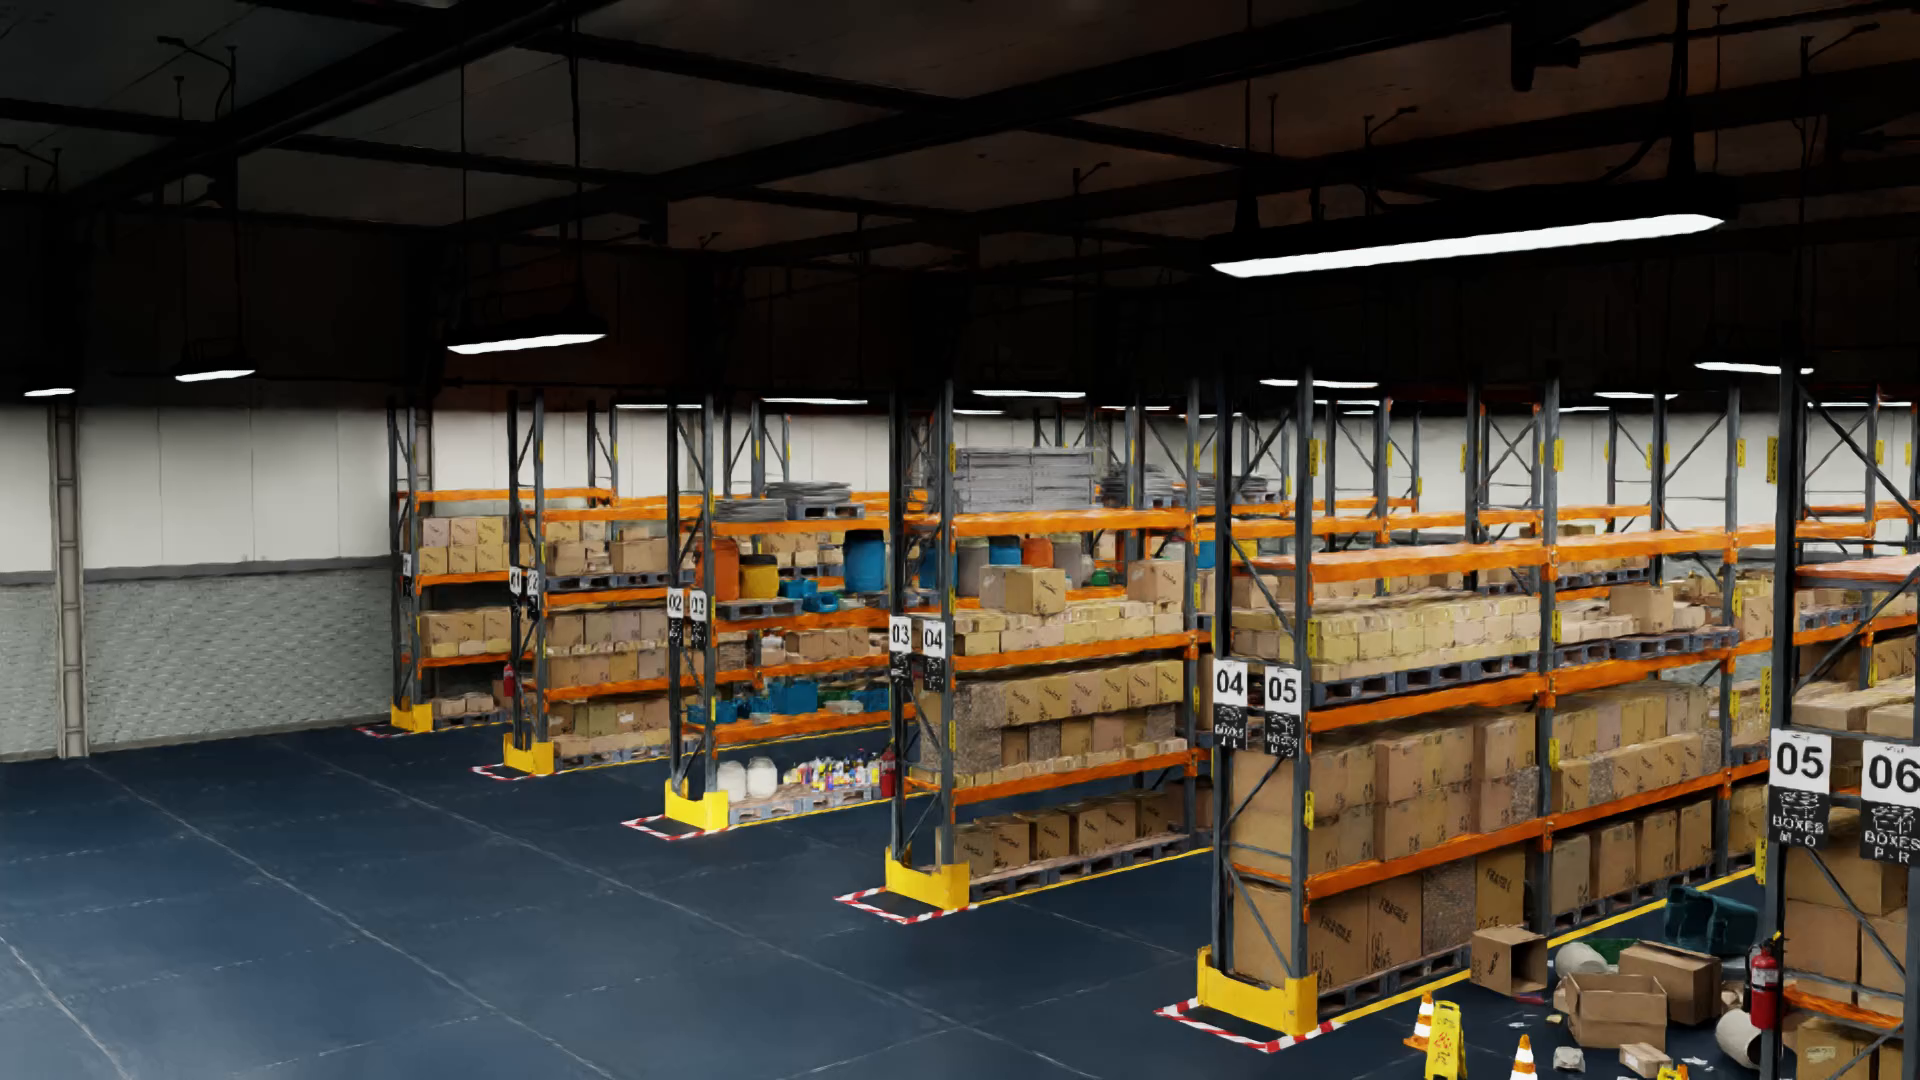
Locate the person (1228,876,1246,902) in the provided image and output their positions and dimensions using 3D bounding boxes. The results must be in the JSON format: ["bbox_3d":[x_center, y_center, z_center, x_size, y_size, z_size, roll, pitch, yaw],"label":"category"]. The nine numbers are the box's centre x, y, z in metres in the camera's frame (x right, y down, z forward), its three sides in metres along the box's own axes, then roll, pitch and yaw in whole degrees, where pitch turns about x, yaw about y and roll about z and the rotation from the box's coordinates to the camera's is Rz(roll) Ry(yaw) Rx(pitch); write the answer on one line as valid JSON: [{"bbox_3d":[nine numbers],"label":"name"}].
[{"bbox_3d":[3.374,3.238,18.612,0.927,1.684,0.557,-2,4,-25],"label":"person"}]

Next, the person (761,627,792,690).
[{"bbox_3d":[-3.495,2.425,31.378,0.655,1.785,0.577,0,3,-8],"label":"person"}]
